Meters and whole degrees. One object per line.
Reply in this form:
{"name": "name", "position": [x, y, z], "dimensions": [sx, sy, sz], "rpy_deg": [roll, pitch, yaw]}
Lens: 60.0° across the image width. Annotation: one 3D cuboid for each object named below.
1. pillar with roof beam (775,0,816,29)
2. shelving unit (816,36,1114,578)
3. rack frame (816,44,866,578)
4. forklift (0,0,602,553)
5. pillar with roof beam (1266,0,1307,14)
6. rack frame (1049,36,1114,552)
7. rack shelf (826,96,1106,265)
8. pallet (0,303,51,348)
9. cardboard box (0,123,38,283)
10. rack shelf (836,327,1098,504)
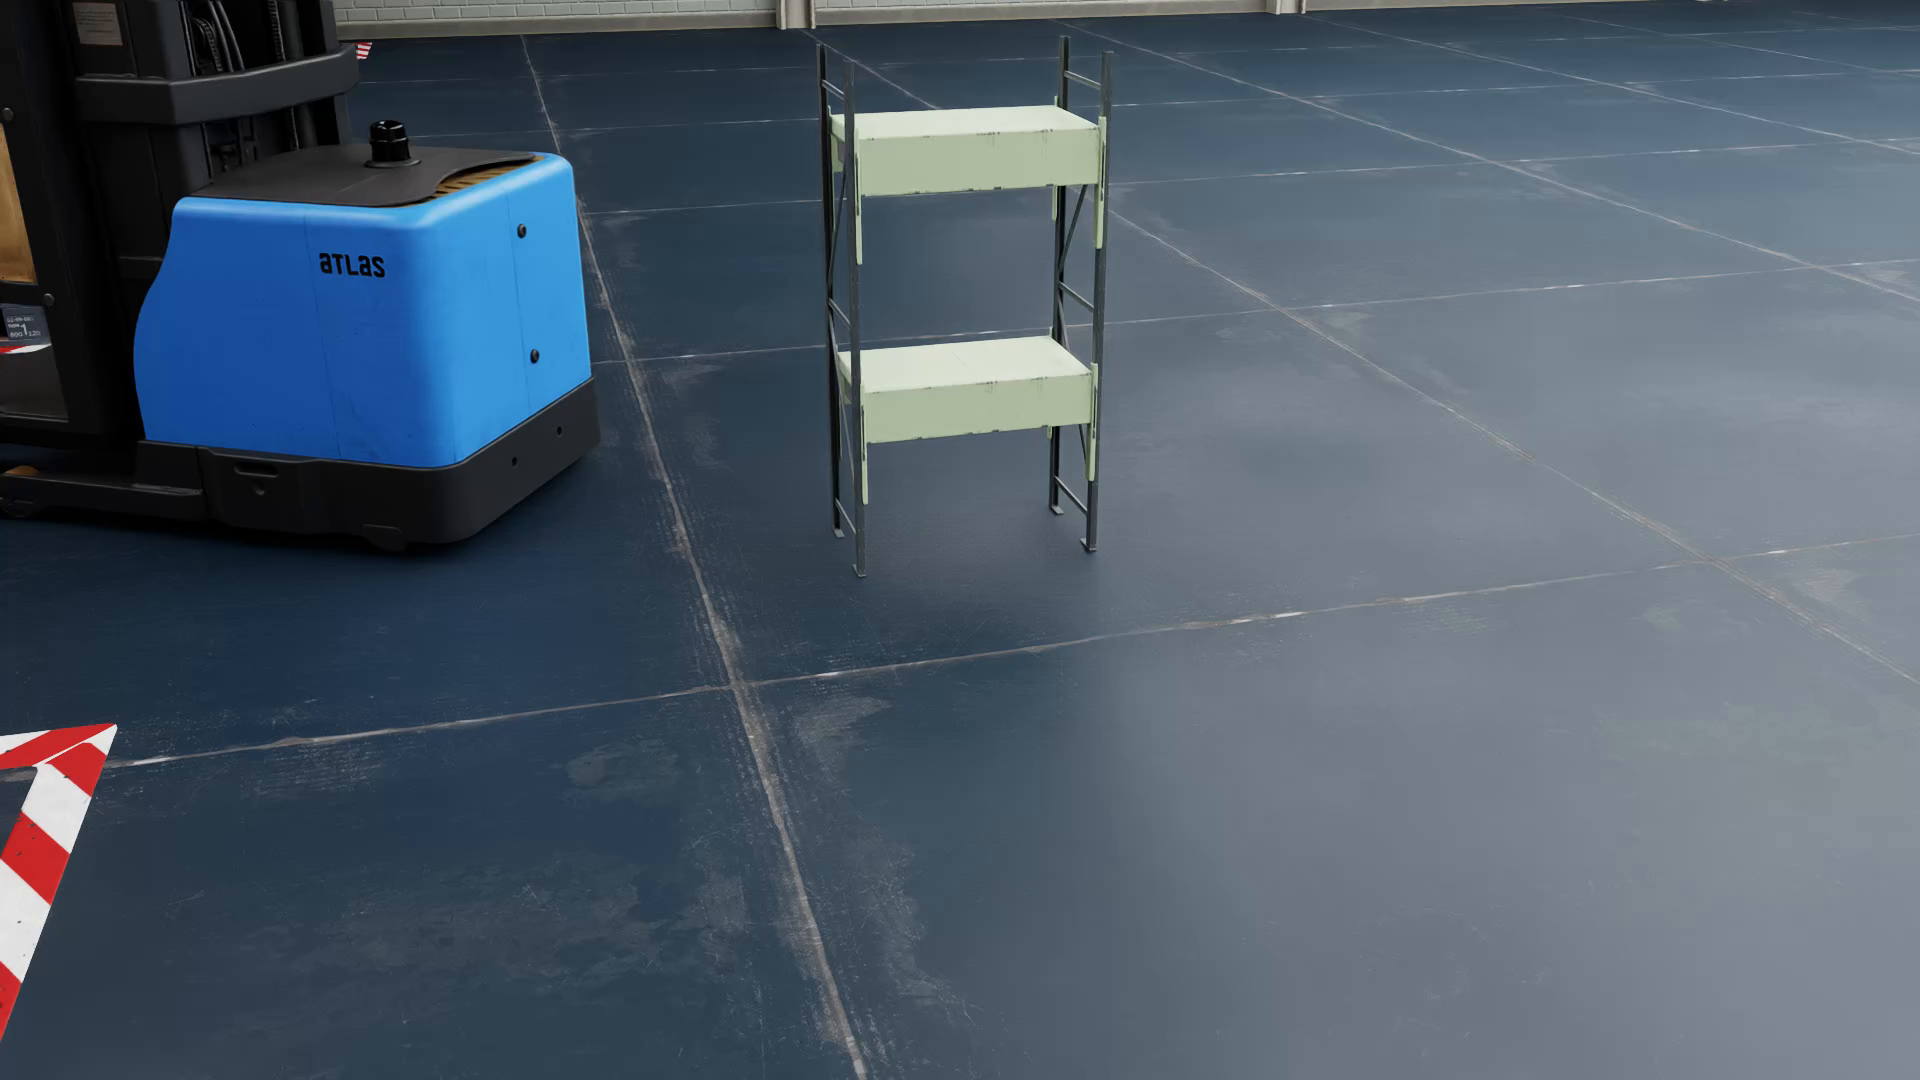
{"name": "pillar with roof beam", "position": [-0.677, -8.252, 13.069], "dimensions": [0.400, 9.000, 9.100], "rpy_deg": [-6, 24, -14]}
{"name": "shelving unit", "position": [0.006, -0.690, 4.956], "dimensions": [0.755, 1.500, 0.431], "rpy_deg": [-6, 24, -14]}
{"name": "rack frame", "position": [-0.346, -0.651, 4.865], "dimensions": [0.023, 1.500, 0.400], "rpy_deg": [-6, 24, -14]}
{"name": "forklift", "position": [-2.843, -1.613, 5.292], "dimensions": [3.031, 2.935, 1.130], "rpy_deg": [6, 24, 14]}
{"name": "pillar with roof beam", "position": [5.100, -8.891, 14.558], "dimensions": [0.400, 9.000, 9.100], "rpy_deg": [-6, 24, -14]}
{"name": "rack frame", "position": [0.359, -0.729, 5.047], "dimensions": [0.023, 1.500, 0.400], "rpy_deg": [-6, 24, -14]}
{"name": "rack shelf", "position": [0.006, -1.049, 4.802], "dimensions": [0.720, 0.370, 0.431], "rpy_deg": [-6, 24, -14]}
{"name": "pallet", "position": [-4.673, -1.073, 7.483], "dimensions": [1.213, 0.211, 1.003], "rpy_deg": [-6, 24, -14]}
{"name": "cardboard box", "position": [-4.559, -1.589, 7.310], "dimensions": [0.875, 0.875, 0.875], "rpy_deg": [-6, 24, -14]}
{"name": "rack shelf", "position": [0.006, -0.390, 5.084], "dimensions": [0.720, 0.370, 0.431], "rpy_deg": [-6, 24, -14]}
